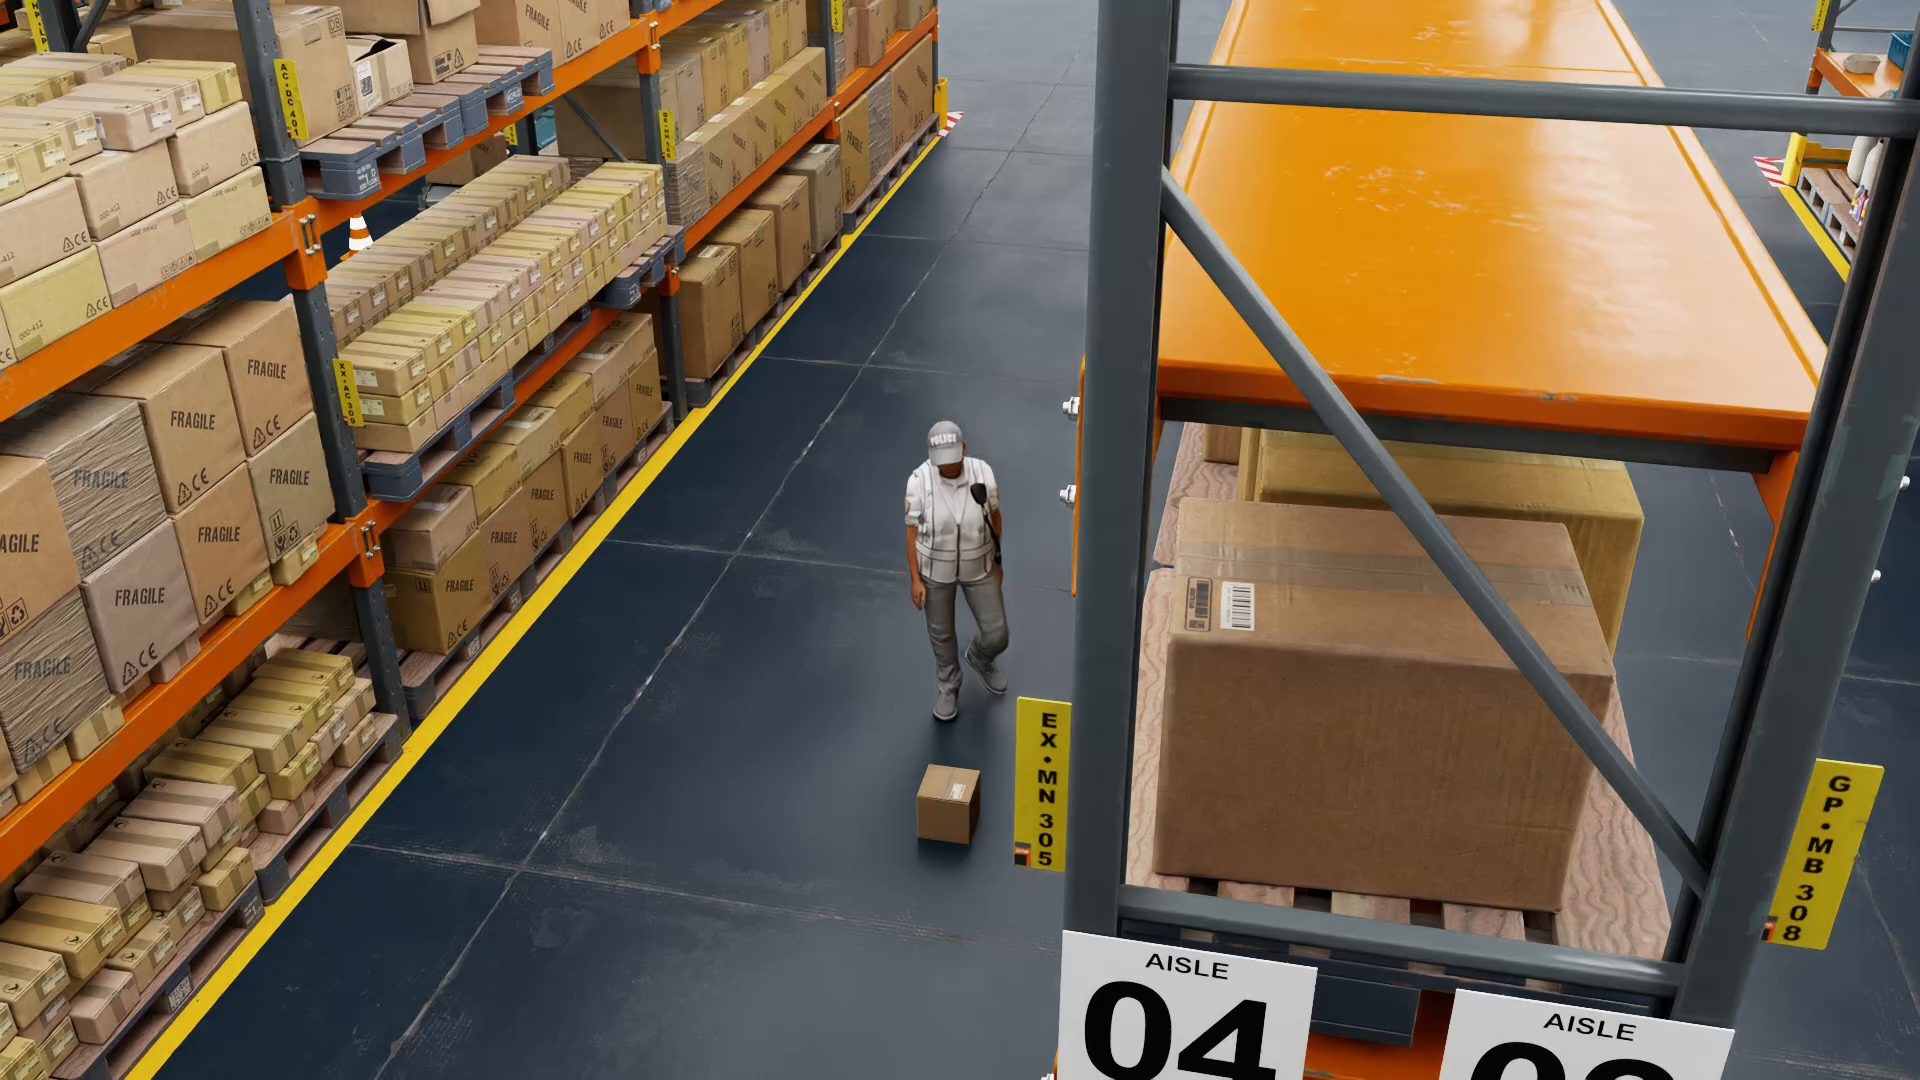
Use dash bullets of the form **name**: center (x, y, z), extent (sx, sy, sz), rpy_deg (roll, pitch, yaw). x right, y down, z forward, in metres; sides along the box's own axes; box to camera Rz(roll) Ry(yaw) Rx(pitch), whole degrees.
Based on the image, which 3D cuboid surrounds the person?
- **person**: center (-0.006, 0.134, 8.328), extent (0.535, 1.654, 0.493), rpy_deg (-2, 29, -4)
